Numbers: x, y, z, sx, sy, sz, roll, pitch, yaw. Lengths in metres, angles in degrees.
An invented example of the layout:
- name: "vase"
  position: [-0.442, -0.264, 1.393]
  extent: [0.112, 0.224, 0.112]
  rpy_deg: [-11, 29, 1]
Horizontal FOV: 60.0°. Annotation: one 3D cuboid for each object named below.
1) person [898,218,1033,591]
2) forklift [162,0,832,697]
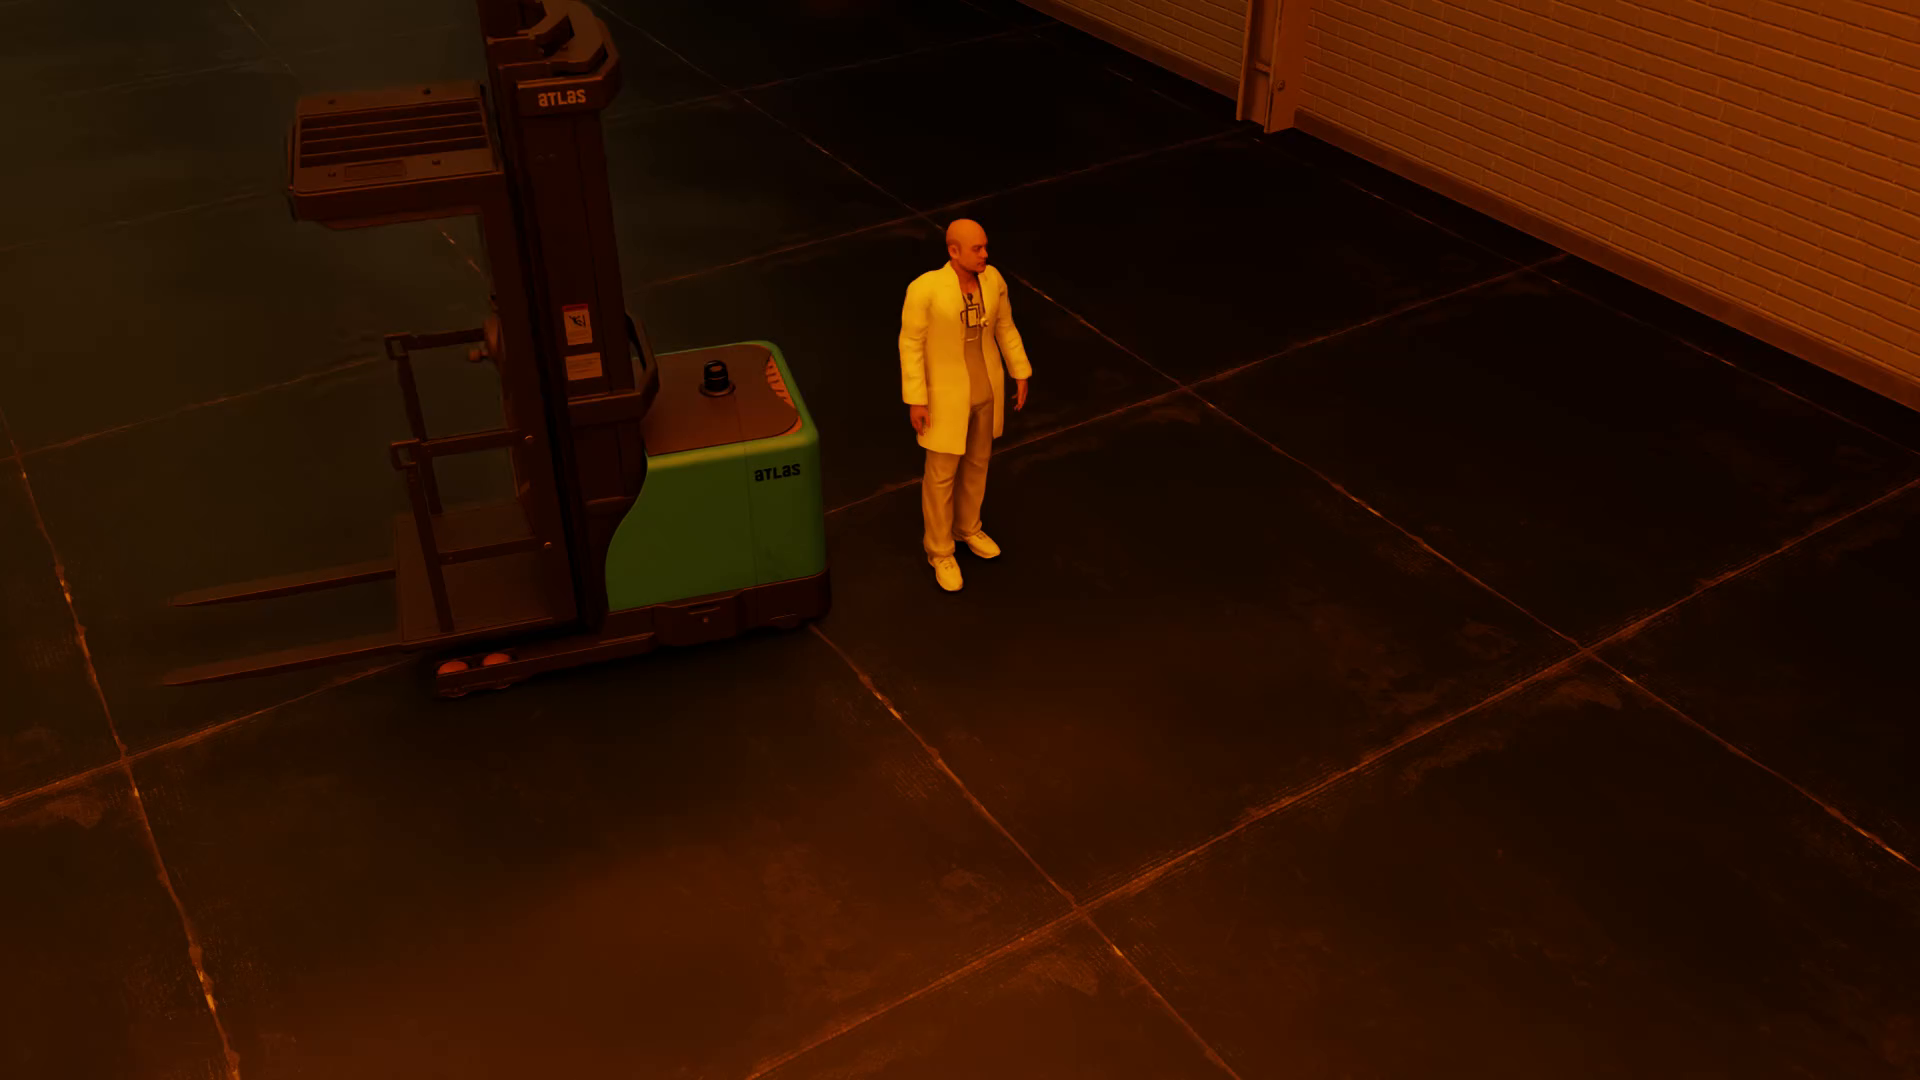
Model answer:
- name: "person"
  position: [0.080, -0.681, 8.119]
  extent: [0.718, 1.778, 0.548]
  rpy_deg: [-22, 40, -28]
- name: "forklift"
  position: [-2.203, -0.815, 7.308]
  extent: [3.031, 2.935, 1.130]
  rpy_deg: [-10, 36, -14]
